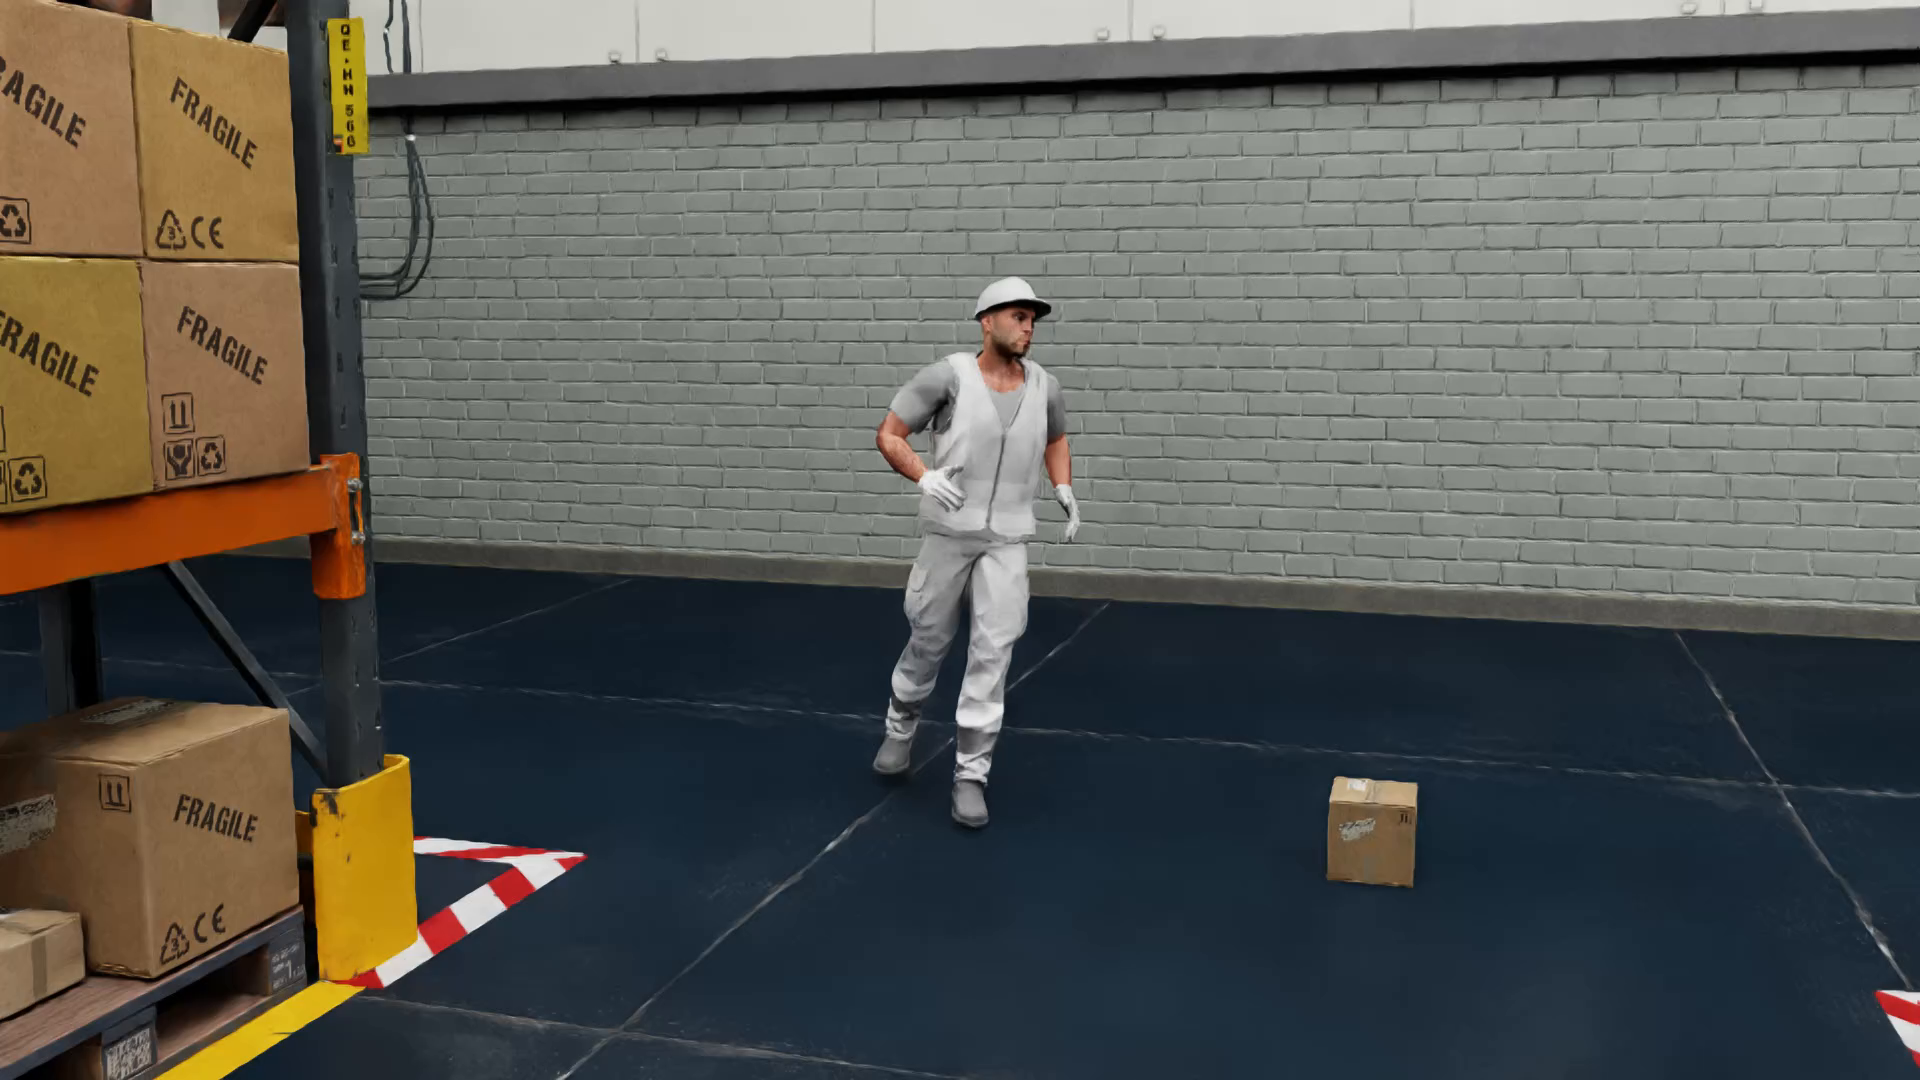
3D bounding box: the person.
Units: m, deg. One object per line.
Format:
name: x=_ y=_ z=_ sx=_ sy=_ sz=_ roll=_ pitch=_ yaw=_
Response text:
person: x=0.082 y=0.001 z=5.663 sx=0.719 sy=1.776 sz=0.822 roll=-2 pitch=9 yaw=-15
